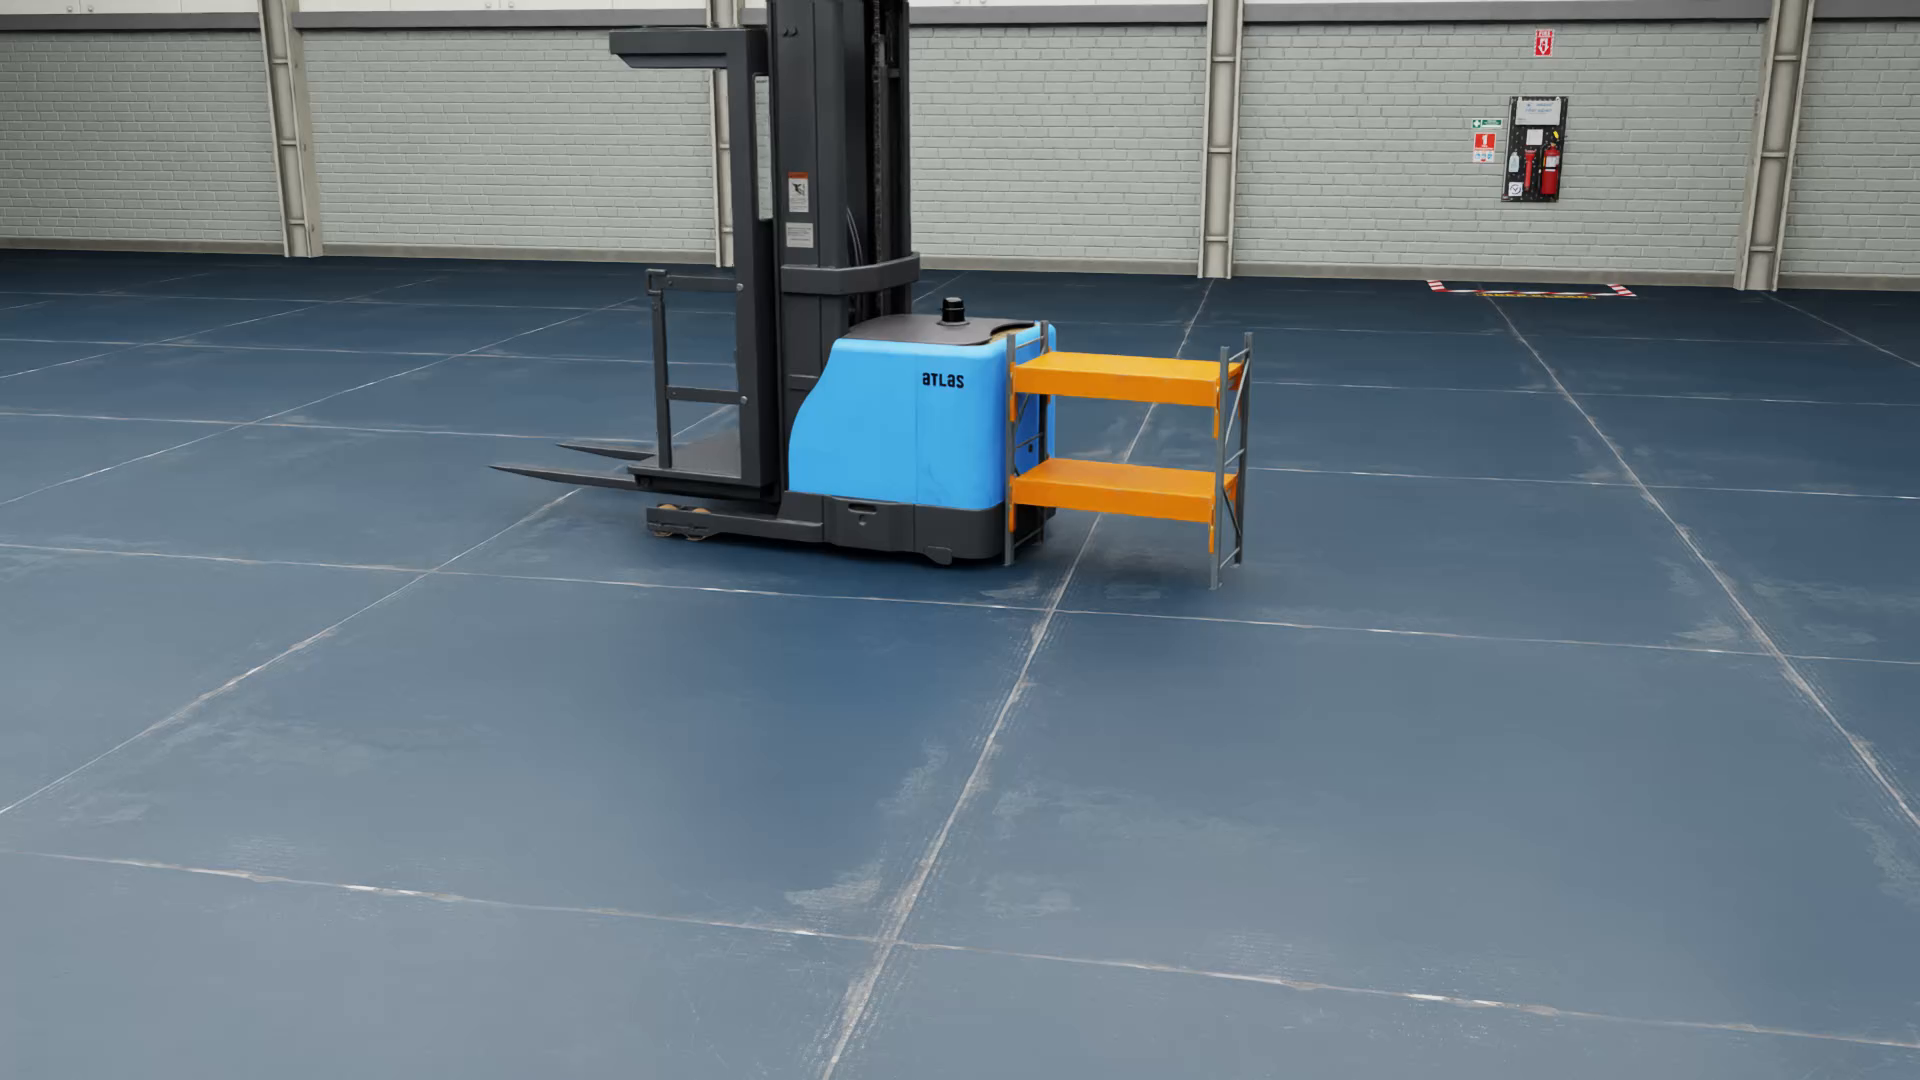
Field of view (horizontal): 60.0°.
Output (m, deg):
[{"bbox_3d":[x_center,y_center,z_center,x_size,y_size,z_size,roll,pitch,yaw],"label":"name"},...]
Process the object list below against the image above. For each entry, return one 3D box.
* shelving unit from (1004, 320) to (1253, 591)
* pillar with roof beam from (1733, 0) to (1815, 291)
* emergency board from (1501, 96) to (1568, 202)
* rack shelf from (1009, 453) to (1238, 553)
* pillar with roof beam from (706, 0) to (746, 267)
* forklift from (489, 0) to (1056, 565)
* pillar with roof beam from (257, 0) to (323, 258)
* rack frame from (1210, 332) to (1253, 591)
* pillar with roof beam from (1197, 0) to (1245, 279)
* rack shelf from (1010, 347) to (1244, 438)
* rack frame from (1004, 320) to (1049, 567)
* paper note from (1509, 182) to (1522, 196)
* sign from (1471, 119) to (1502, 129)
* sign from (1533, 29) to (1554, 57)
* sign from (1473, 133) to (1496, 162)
[{"bbox_3d":[0.795,-0.422,7.909,1.048,1.125,0.538,6,17,22],"label":"shelving unit"},{"bbox_3d":[8.063,-6.029,13.401,0.400,9.000,9.100,3,16,11],"label":"pillar with roof beam"},{"bbox_3d":[6.506,-4.406,18.778,0.643,1.169,0.194,3,16,11],"label":"emergency board"},{"bbox_3d":[0.795,-0.187,7.975,1.000,0.278,0.538,6,17,22],"label":"rack shelf"},{"bbox_3d":[-3.697,-6.668,15.706,0.400,9.000,9.100,3,16,11],"label":"pillar with roof beam"},{"bbox_3d":[-1.062,-1.528,8.519,3.031,2.935,1.130,6,17,22],"label":"forklift"},{"bbox_3d":[-9.576,-6.987,16.858,0.400,9.000,9.100,3,16,11],"label":"pillar with roof beam"},{"bbox_3d":[1.263,-0.370,7.719,0.032,1.125,0.500,6,17,22],"label":"rack frame"},{"bbox_3d":[2.183,-6.349,14.554,0.400,9.000,9.100,3,16,11],"label":"pillar with roof beam"},{"bbox_3d":[0.795,-0.704,7.831,1.000,0.278,0.538,6,17,22],"label":"rack shelf"},{"bbox_3d":[0.326,-0.475,8.100,0.032,1.125,0.500,6,17,22],"label":"rack frame"},{"bbox_3d":[6.347,-4.009,18.995,0.142,0.148,0.016,3,16,11],"label":"paper note"},{"bbox_3d":[5.988,-4.732,18.897,0.331,0.109,0.001,3,16,11],"label":"sign"},{"bbox_3d":[6.518,-5.549,18.565,0.199,0.298,0.001,3,16,11],"label":"sign"},{"bbox_3d":[5.985,-4.479,18.977,0.234,0.329,0.001,3,16,11],"label":"sign"}]
